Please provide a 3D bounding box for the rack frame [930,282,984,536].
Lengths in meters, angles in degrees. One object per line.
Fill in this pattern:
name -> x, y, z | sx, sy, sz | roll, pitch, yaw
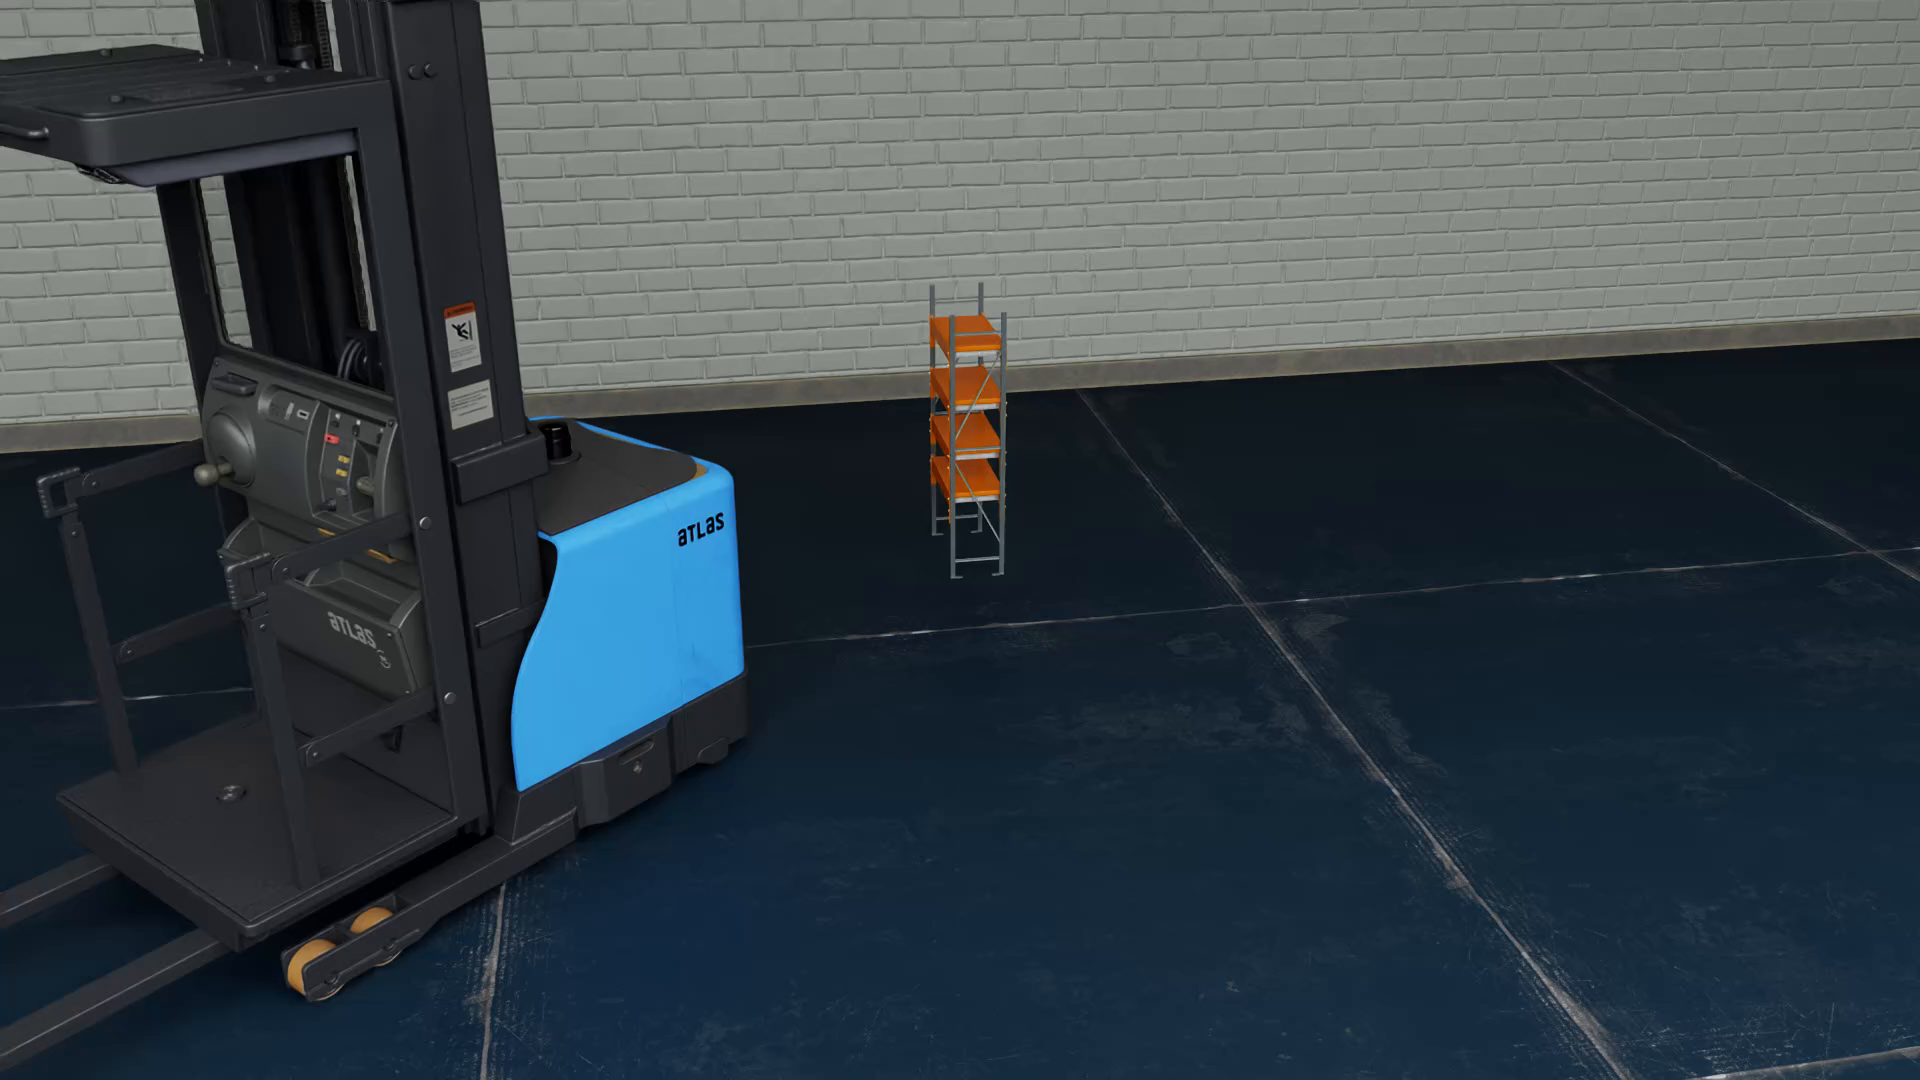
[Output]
rack frame -> -0.015, -0.581, 7.581 | 0.240, 1.200, 0.015 | -4, 24, -10

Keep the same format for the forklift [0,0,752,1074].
forklift -> -2.050, -0.255, 4.671 | 1.130, 2.935, 3.031 | 17, 29, 34

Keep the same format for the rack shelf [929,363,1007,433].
rack shelf -> 0.031, -0.628, 7.298 | 0.258, 0.148, 0.480 | -4, 24, -10

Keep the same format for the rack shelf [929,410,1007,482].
rack shelf -> 0.031, -0.423, 7.388 | 0.258, 0.148, 0.480 | -4, 24, -10

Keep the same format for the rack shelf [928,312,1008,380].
rack shelf -> 0.031, -0.845, 7.204 | 0.258, 0.148, 0.480 | -4, 24, -10

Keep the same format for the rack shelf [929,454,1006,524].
rack shelf -> 0.031, -0.241, 7.467 | 0.258, 0.148, 0.480 | -4, 24, -10

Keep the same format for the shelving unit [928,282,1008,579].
shelving unit -> 0.031, -0.485, 7.361 | 0.258, 1.200, 0.503 | -4, 24, -10

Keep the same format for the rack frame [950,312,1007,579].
rack frame -> 0.076, -0.389, 7.141 | 0.240, 1.200, 0.015 | -4, 24, -10
